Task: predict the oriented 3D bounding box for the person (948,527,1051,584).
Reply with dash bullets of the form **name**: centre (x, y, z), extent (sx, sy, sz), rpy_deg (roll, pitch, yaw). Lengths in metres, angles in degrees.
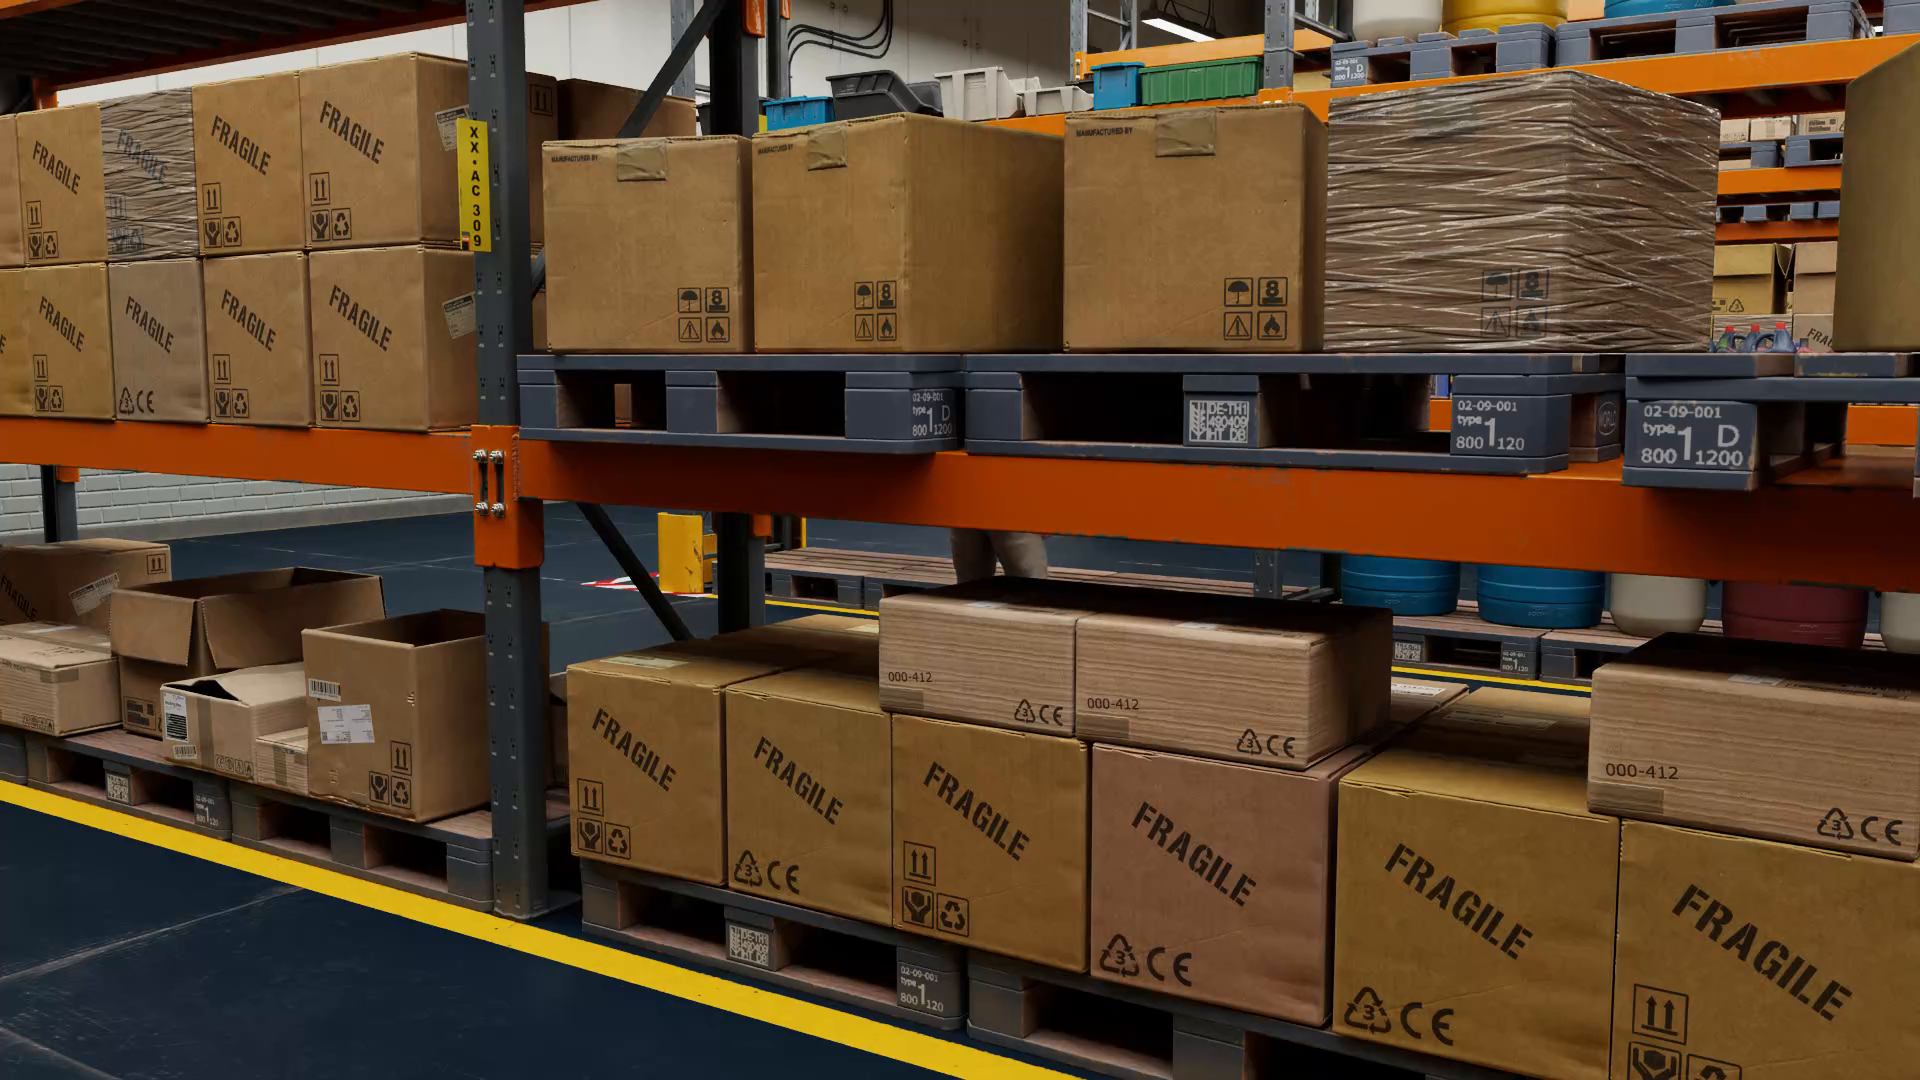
- **person**: centre (0.165, -0.157, 7.265), extent (0.585, 1.727, 0.380), rpy_deg (4, 7, 33)
